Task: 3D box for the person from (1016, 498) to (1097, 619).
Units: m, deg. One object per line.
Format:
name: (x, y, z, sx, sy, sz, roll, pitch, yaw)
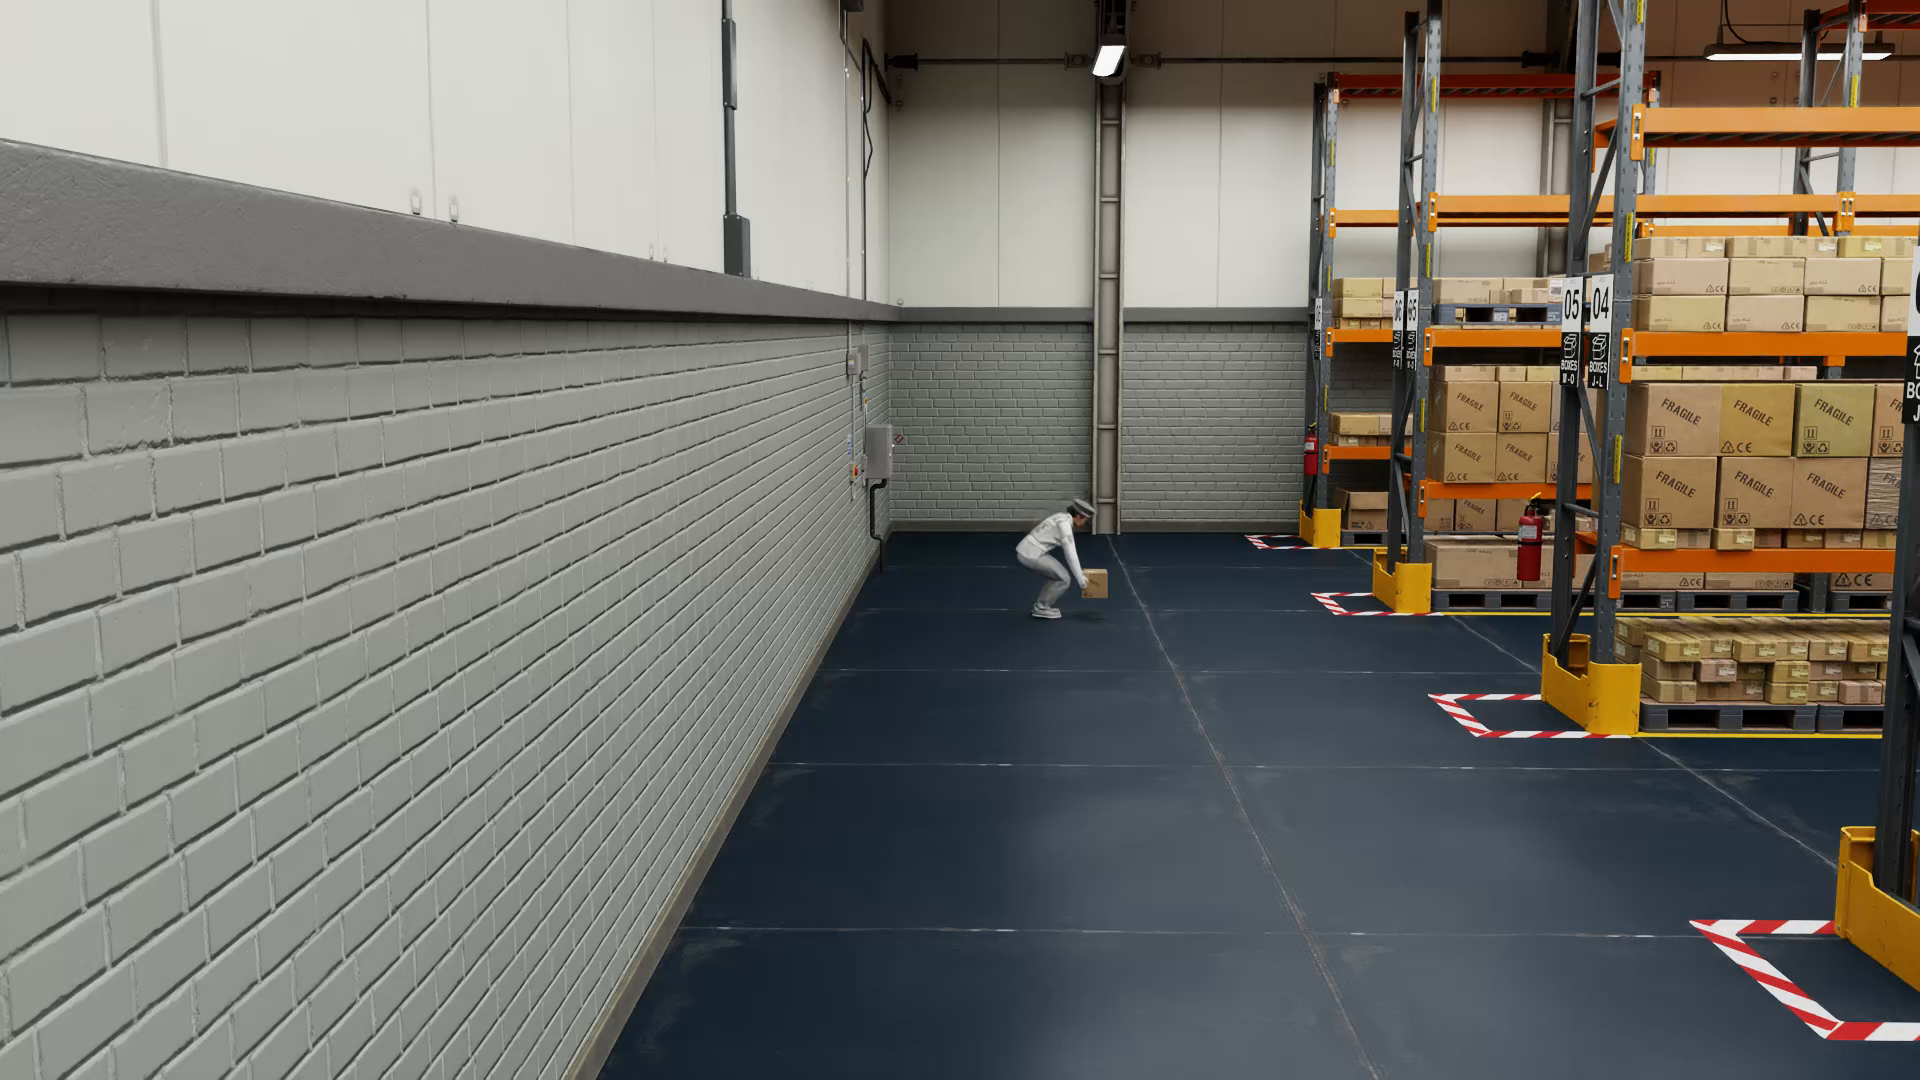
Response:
person: (0.949, 0.174, 16.405, 0.789, 1.163, 0.520, 0, 7, 1)
